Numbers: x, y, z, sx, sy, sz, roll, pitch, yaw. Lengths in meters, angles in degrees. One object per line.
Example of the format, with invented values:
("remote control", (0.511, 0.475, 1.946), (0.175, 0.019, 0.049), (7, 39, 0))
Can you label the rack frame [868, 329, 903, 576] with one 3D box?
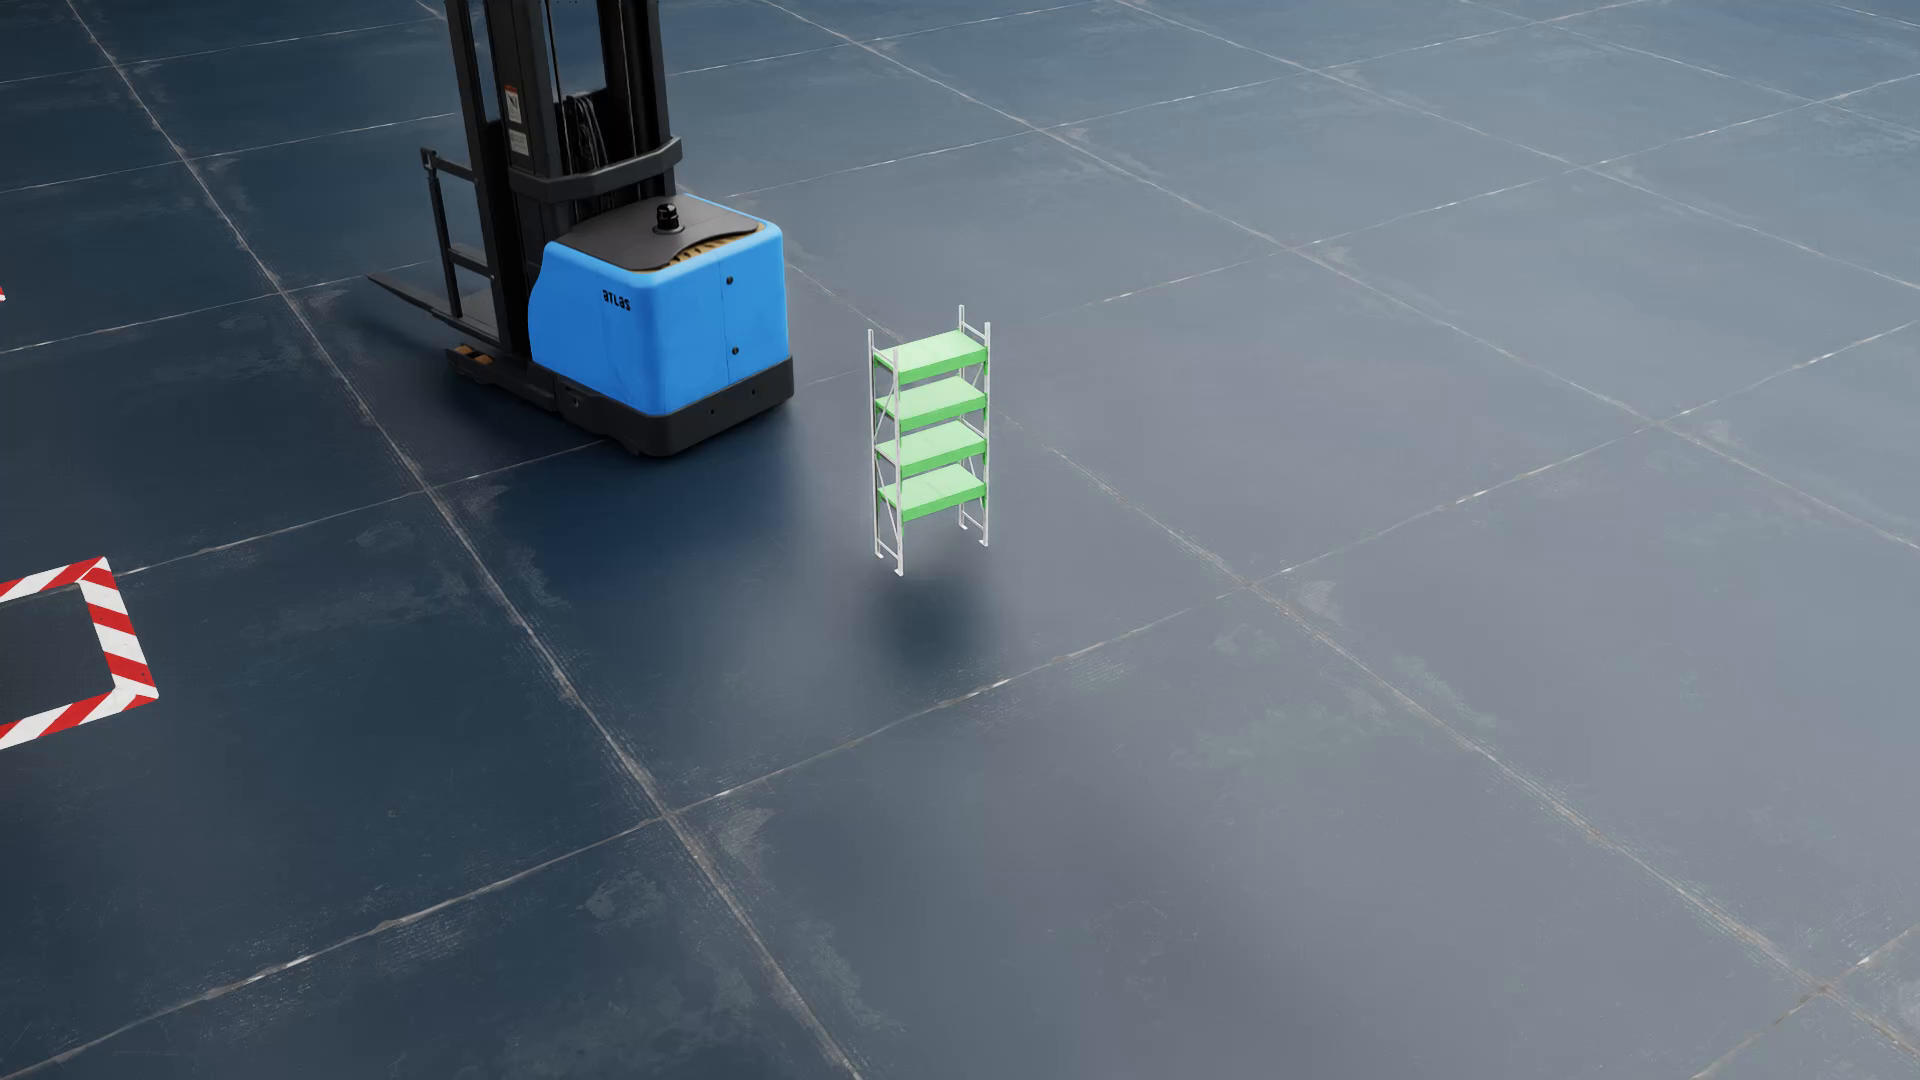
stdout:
("rack frame", (-0.344, -0.389, 7.742), (0.015, 1.200, 0.240), (-19, 37, -27))

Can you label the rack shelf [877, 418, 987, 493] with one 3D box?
("rack shelf", (-0.139, -0.406, 7.888), (0.480, 0.148, 0.258), (-19, 37, -27))

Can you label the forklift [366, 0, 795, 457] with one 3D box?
("forklift", (-2.385, -2.335, 9.205), (3.031, 2.935, 1.130), (25, 40, 33))

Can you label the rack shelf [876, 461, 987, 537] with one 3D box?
("rack shelf", (-0.139, -0.203, 8.016), (0.480, 0.148, 0.258), (-19, 37, -27))

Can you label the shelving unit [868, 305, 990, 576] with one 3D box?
("shelving unit", (-0.139, -0.460, 7.854), (0.503, 1.200, 0.258), (-19, 37, -27))

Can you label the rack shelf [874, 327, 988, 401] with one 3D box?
("rack shelf", (-0.139, -0.812, 7.632), (0.480, 0.148, 0.258), (-19, 37, -27))

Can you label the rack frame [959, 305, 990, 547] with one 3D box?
("rack frame", (0.066, -0.530, 7.966), (0.015, 1.200, 0.240), (-19, 37, -27))

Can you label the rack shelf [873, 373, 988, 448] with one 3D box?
("rack shelf", (-0.139, -0.609, 7.760), (0.480, 0.148, 0.258), (-19, 37, -27))
